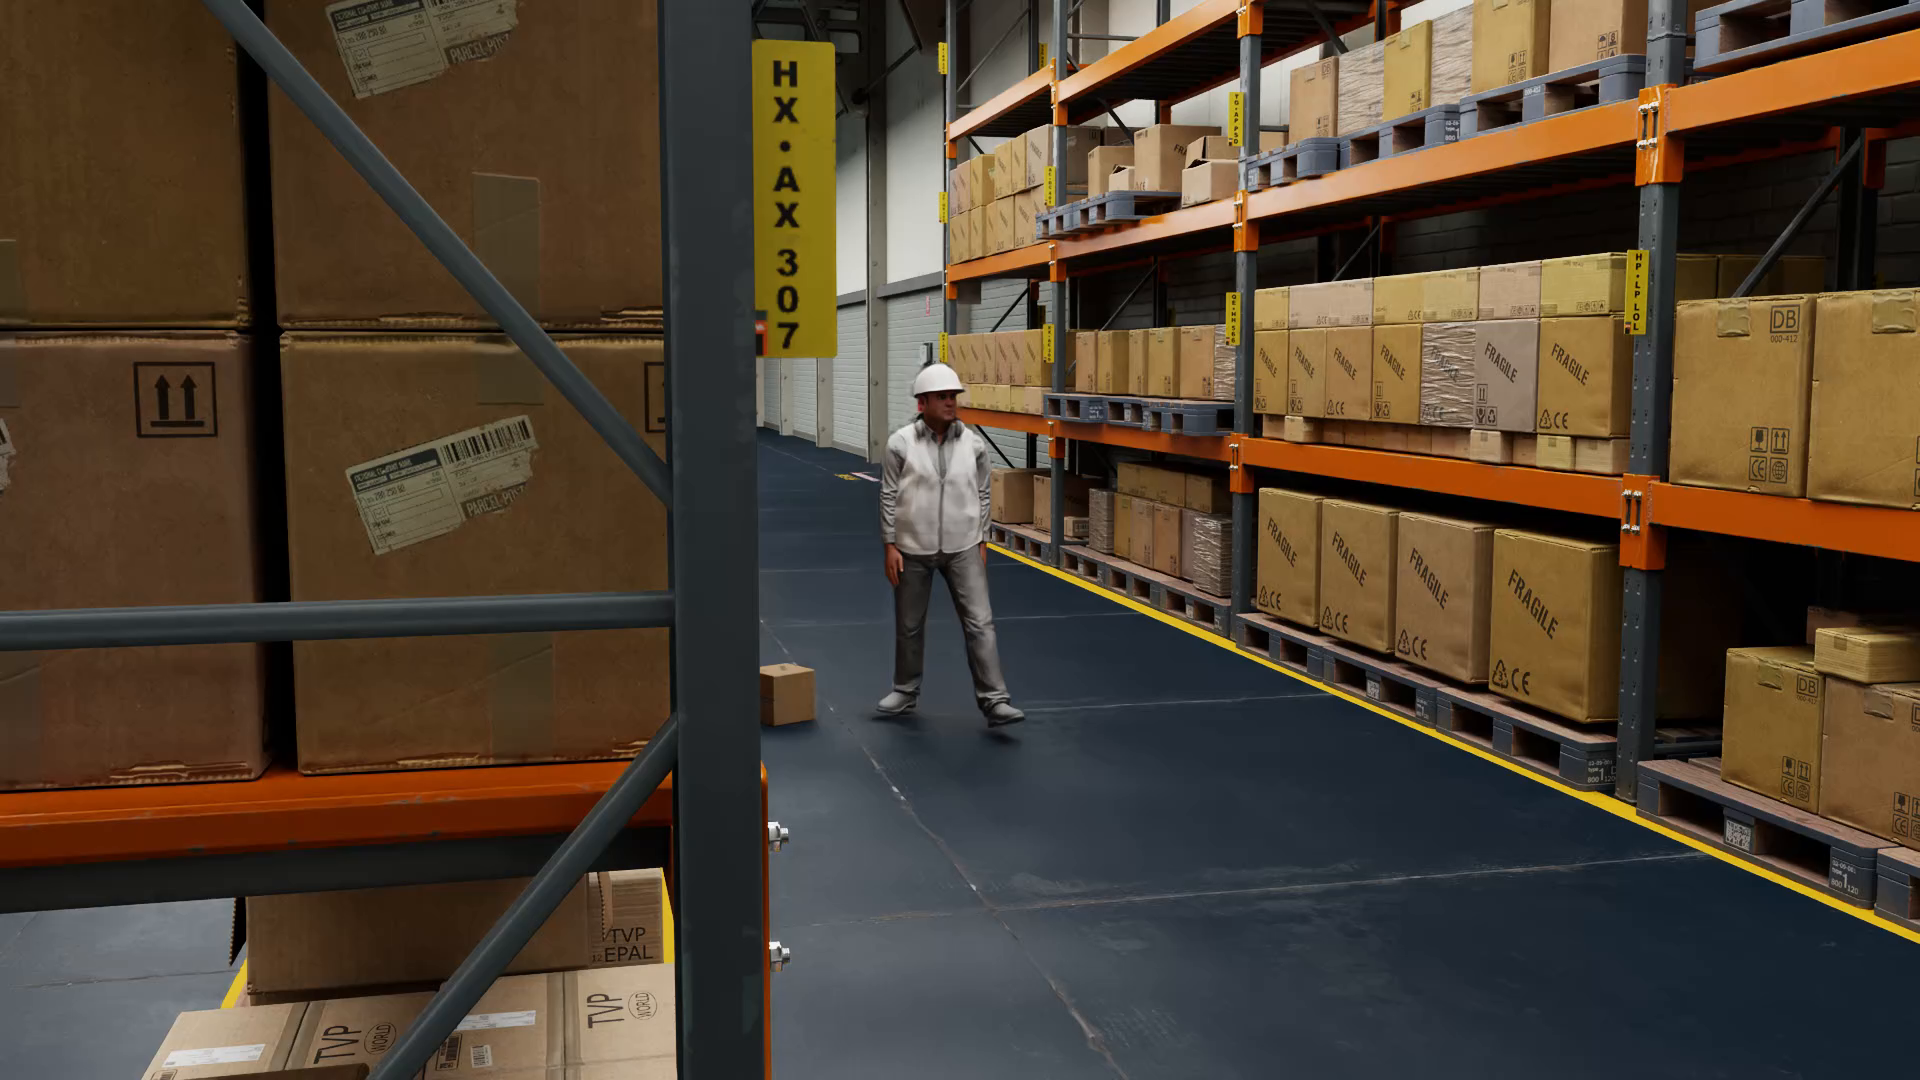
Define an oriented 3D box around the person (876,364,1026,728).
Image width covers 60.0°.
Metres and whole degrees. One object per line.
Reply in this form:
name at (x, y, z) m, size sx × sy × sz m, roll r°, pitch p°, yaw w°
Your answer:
person at (-0.066, 0.023, 8.005) m, size 0.647 × 1.731 × 0.860 m, roll -1°, pitch 6°, yaw -8°
